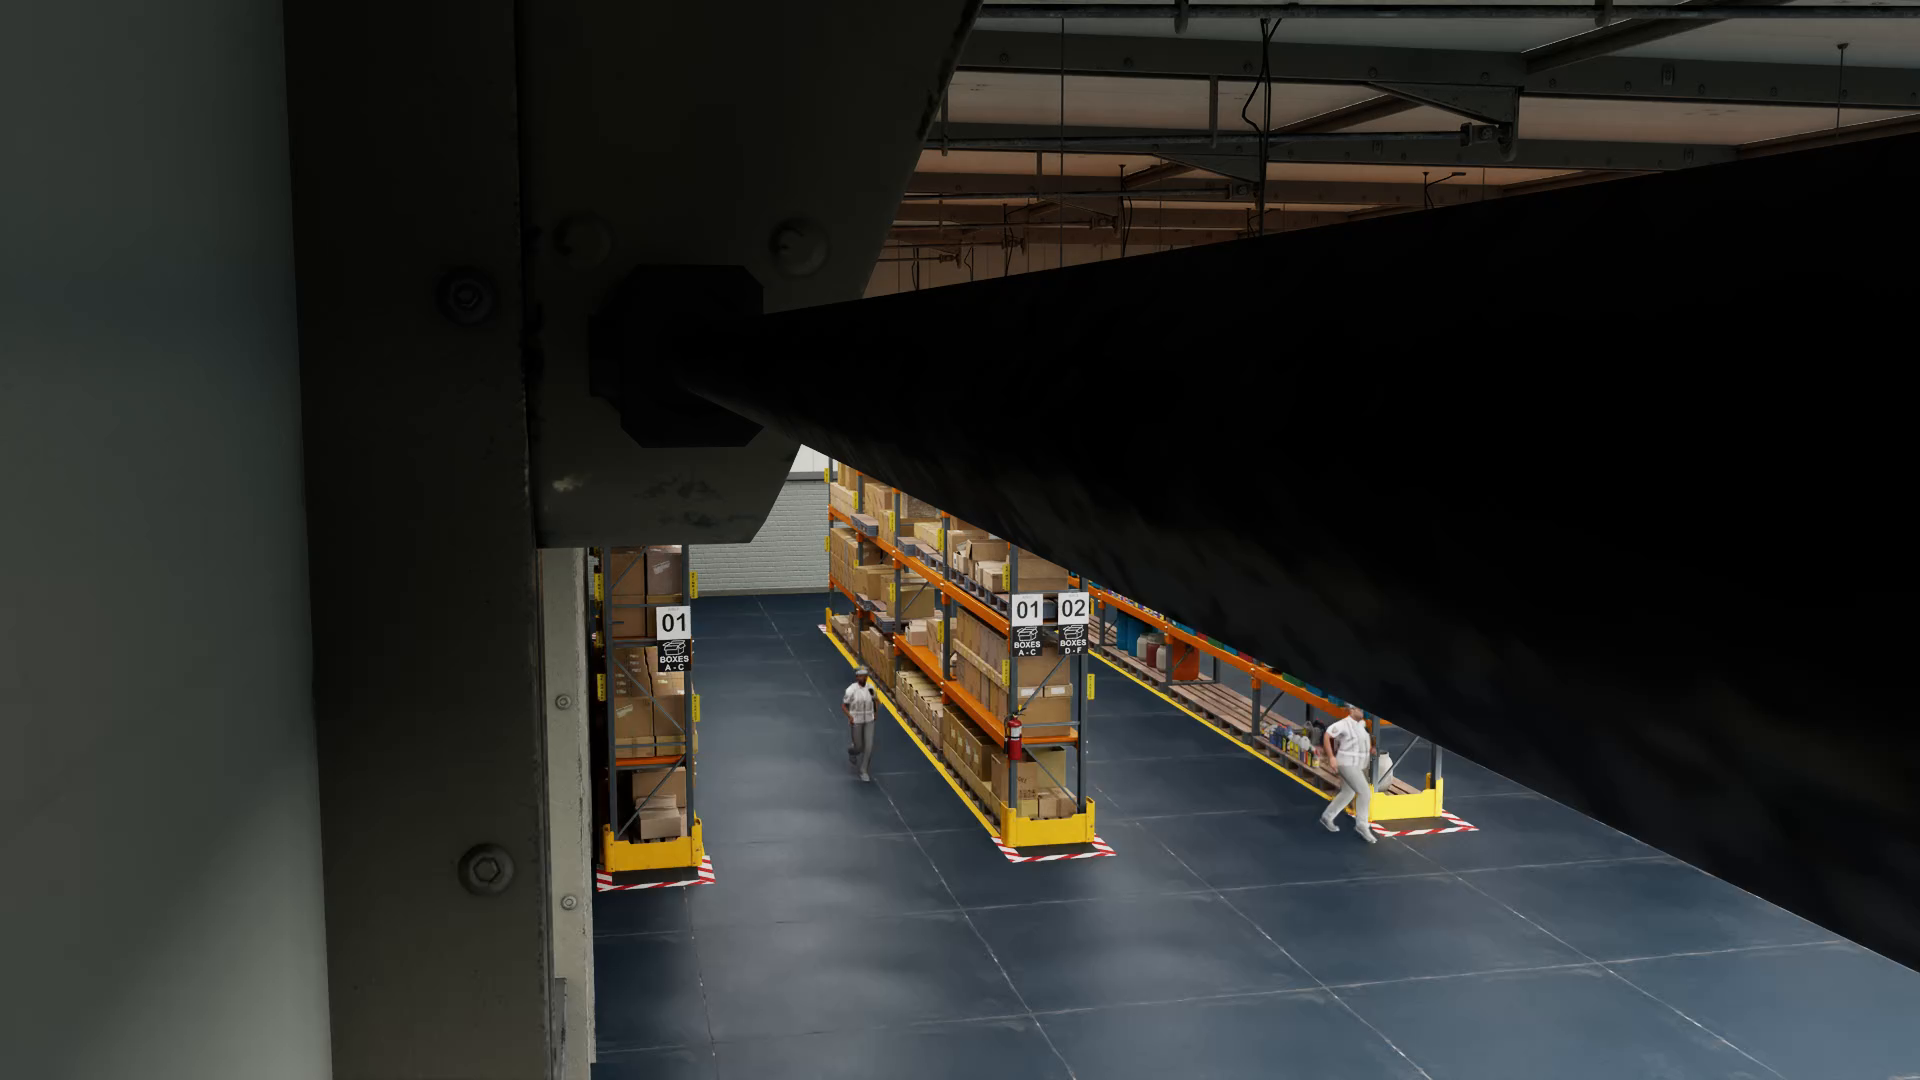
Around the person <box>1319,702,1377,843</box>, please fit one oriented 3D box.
[{"bbox_3d":[5.085,2.923,21.425,0.816,1.777,0.664,5,8,36],"label":"person"}]

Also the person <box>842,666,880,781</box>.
[{"bbox_3d":[-1.434,2.639,24.279,0.578,1.670,0.669,-2,7,-19],"label":"person"}]
